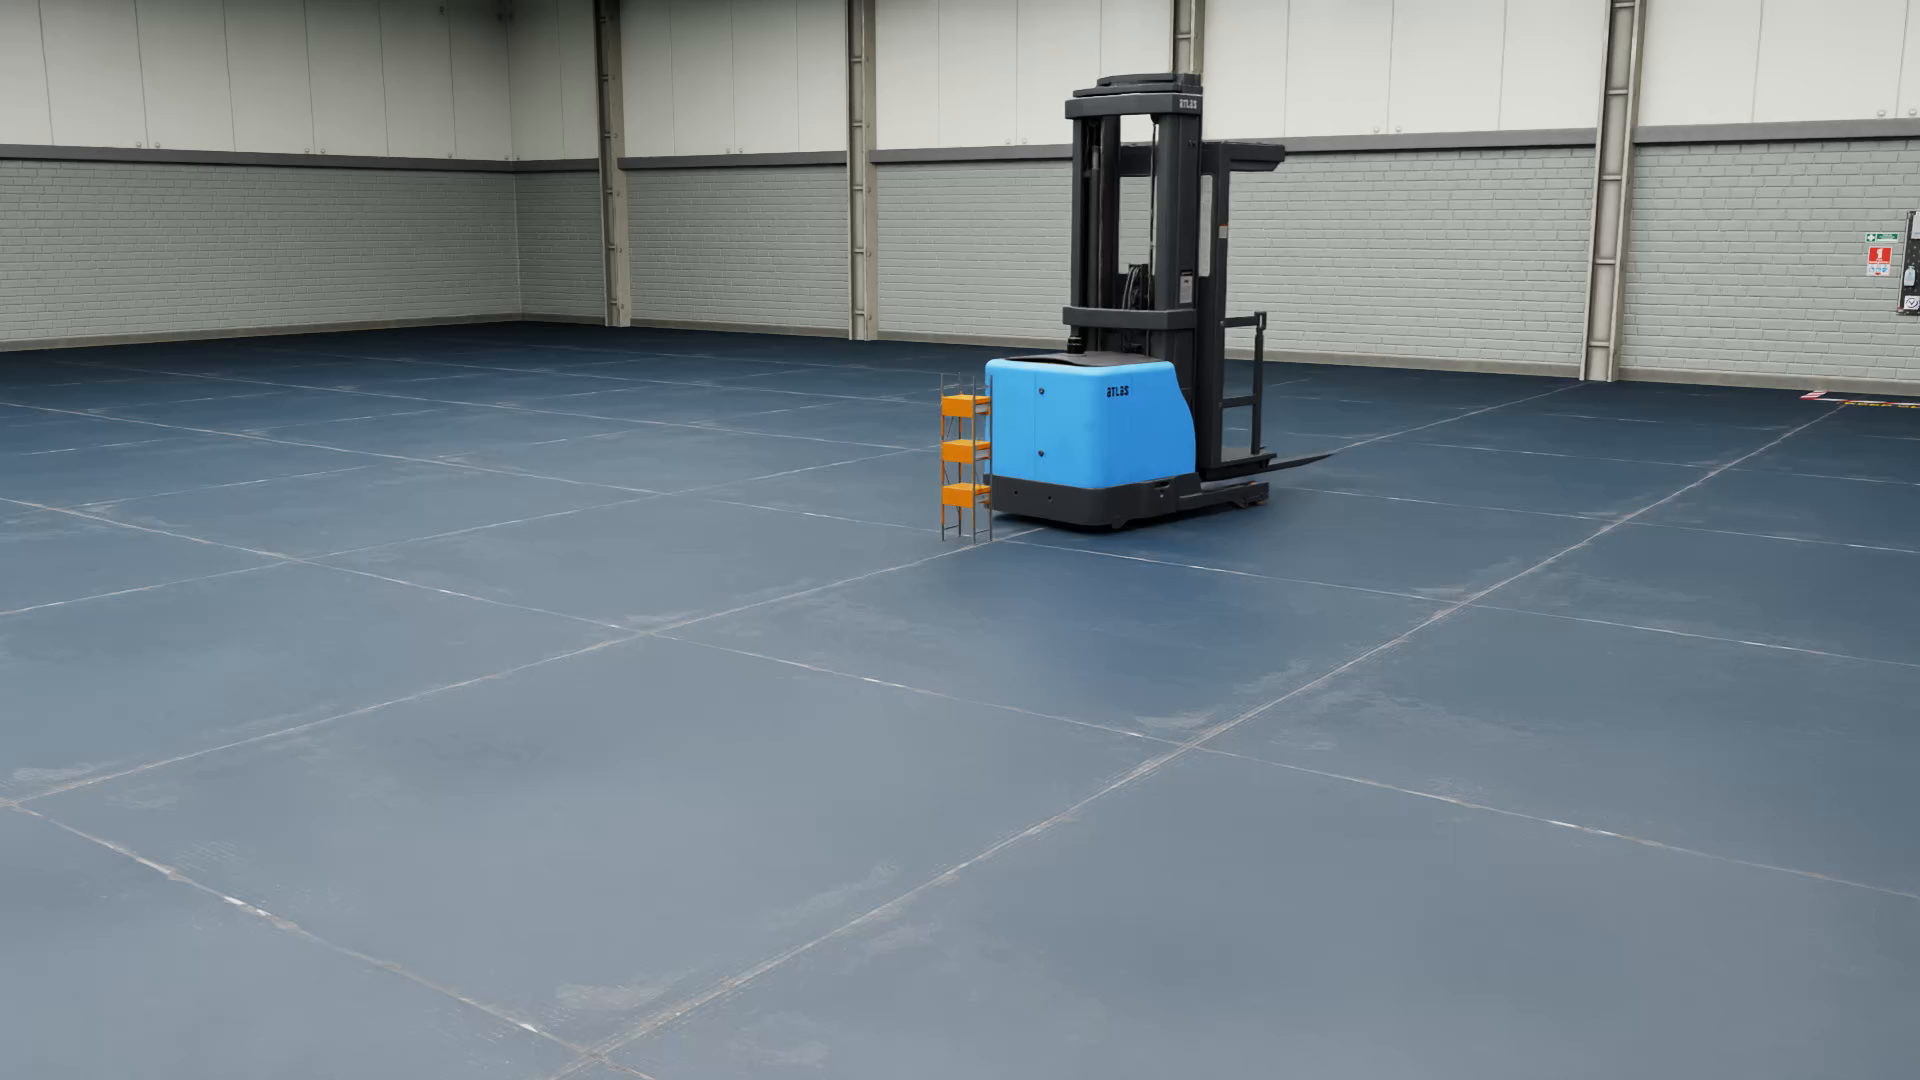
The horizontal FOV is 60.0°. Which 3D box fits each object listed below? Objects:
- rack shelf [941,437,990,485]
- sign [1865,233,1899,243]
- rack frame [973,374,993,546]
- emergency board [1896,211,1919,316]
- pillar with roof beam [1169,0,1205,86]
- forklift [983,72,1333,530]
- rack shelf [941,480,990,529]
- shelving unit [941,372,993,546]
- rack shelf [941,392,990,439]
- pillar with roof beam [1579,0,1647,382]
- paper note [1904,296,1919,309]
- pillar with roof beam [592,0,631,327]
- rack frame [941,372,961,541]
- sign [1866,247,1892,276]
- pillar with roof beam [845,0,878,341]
[{"bbox_3d":[0.043,-0.499,10.401,0.240,0.259,0.215,8,13,36],"label":"rack shelf"},{"bbox_3d":[10.535,-3.455,19.000,0.331,0.109,0.001,8,13,36],"label":"sign"},{"bbox_3d":[0.141,-0.496,10.328,0.008,1.050,0.200,8,13,36],"label":"rack frame"},{"bbox_3d":[10.925,-3.105,18.680,0.626,1.169,0.157,8,13,36],"label":"emergency board"},{"bbox_3d":[0.670,-6.453,20.192,0.400,9.000,9.100,8,13,36],"label":"pillar with roof beam"},{"bbox_3d":[1.555,-1.723,11.717,3.031,2.935,1.130,-11,15,-44],"label":"forklift"},{"bbox_3d":[0.043,-0.226,10.454,0.240,0.259,0.215,8,13,36],"label":"rack shelf"},{"bbox_3d":[0.043,-0.509,10.399,0.252,1.050,0.215,8,13,36],"label":"shelving unit"},{"bbox_3d":[0.043,-0.778,10.347,0.240,0.259,0.215,8,13,36],"label":"rack shelf"},{"bbox_3d":[5.506,-5.778,16.705,0.400,9.000,9.100,8,13,36],"label":"pillar with roof beam"},{"bbox_3d":[10.819,-2.699,18.902,0.142,0.148,0.016,8,13,36],"label":"paper note"},{"bbox_3d":[-9.002,-7.802,27.165,0.400,9.000,9.100,8,13,36],"label":"pillar with roof beam"},{"bbox_3d":[-0.055,-0.523,10.470,0.008,1.050,0.200,8,13,36],"label":"rack frame"},{"bbox_3d":[10.537,-3.196,19.060,0.234,0.329,0.001,8,13,36],"label":"sign"},{"bbox_3d":[-4.166,-7.127,23.678,0.400,9.000,9.100,8,13,36],"label":"pillar with roof beam"}]
